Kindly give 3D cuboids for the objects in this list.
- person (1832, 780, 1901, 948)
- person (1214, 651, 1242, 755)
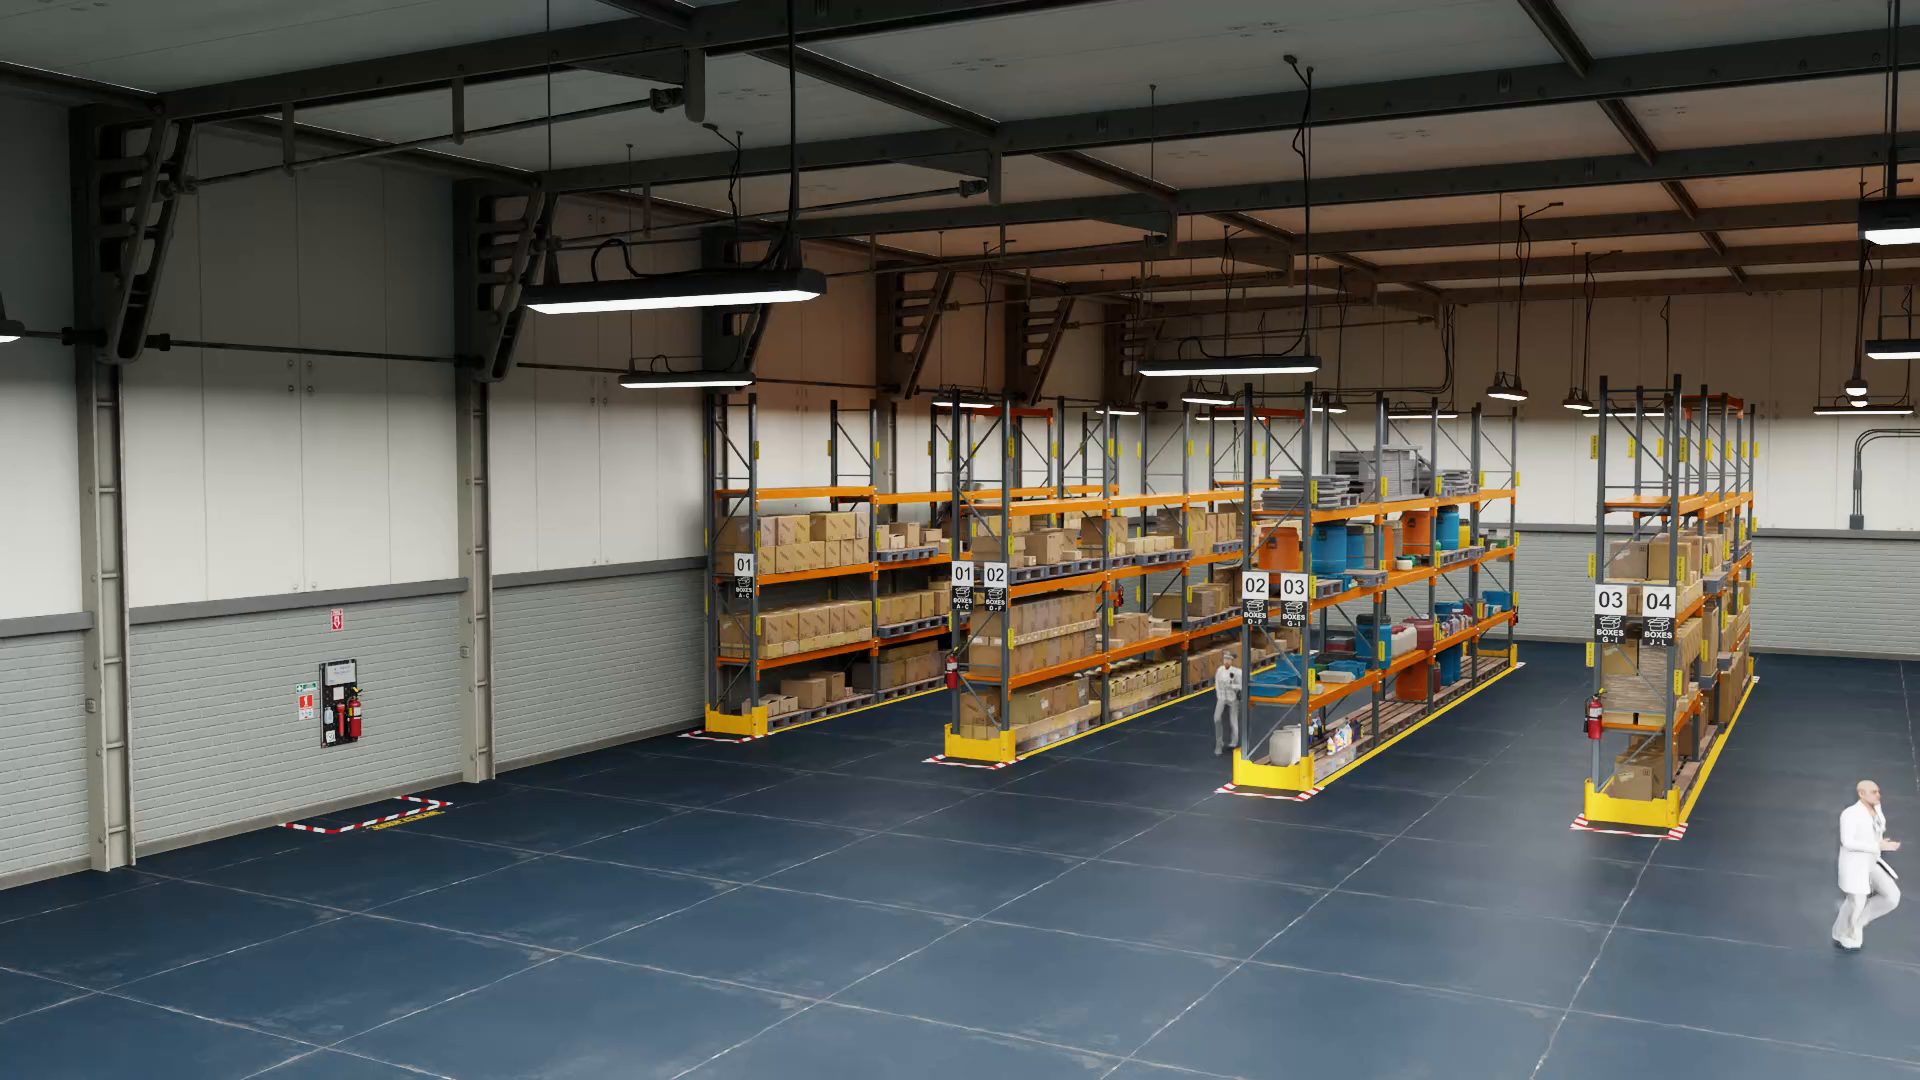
[{"bbox_3d":[8.996,3.230,16.499,0.759,1.726,0.794,-1,3,-24],"label":"person"},{"bbox_3d":[4.476,2.685,27.534,0.589,1.741,0.794,1,3,24],"label":"person"}]
